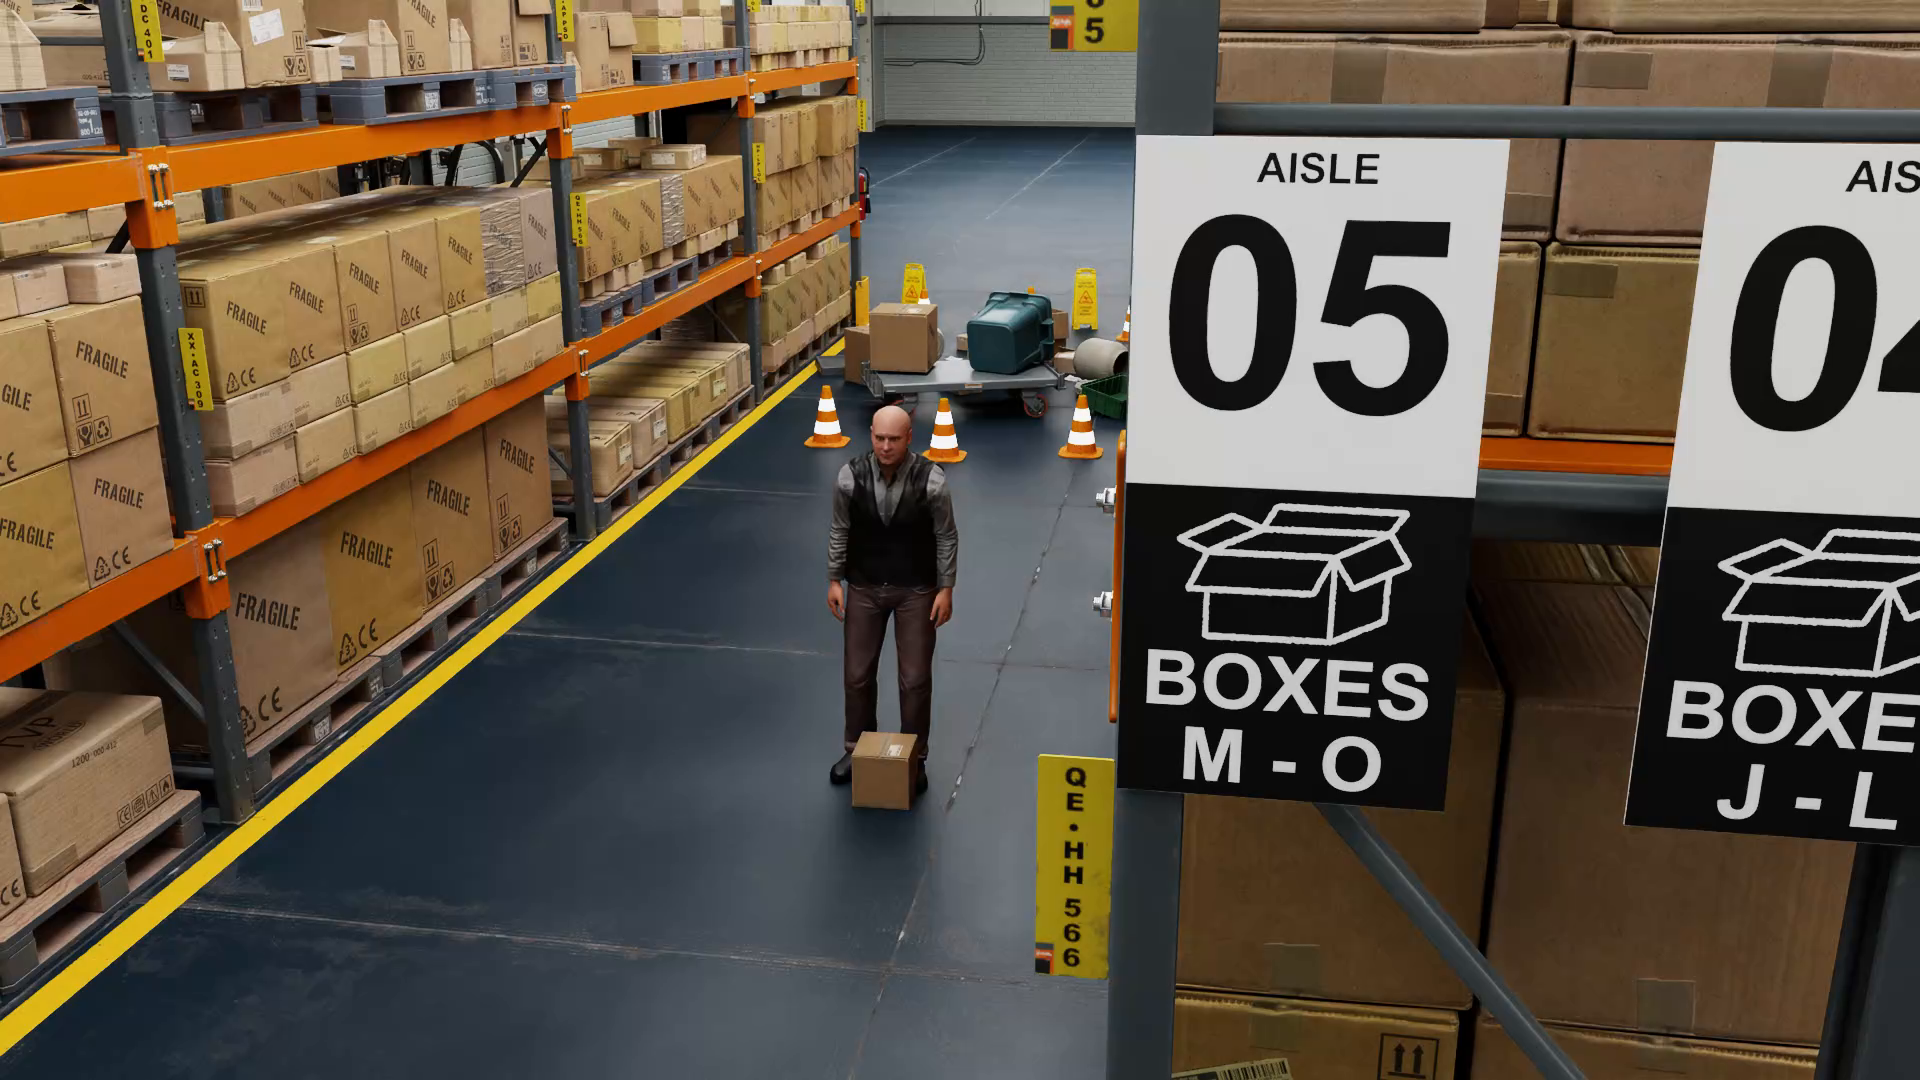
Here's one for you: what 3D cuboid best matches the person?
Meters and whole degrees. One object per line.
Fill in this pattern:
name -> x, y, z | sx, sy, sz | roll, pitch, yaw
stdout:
person -> -0.302, 0.237, 7.352 | 0.580, 1.721, 0.464 | 3, 18, 9
